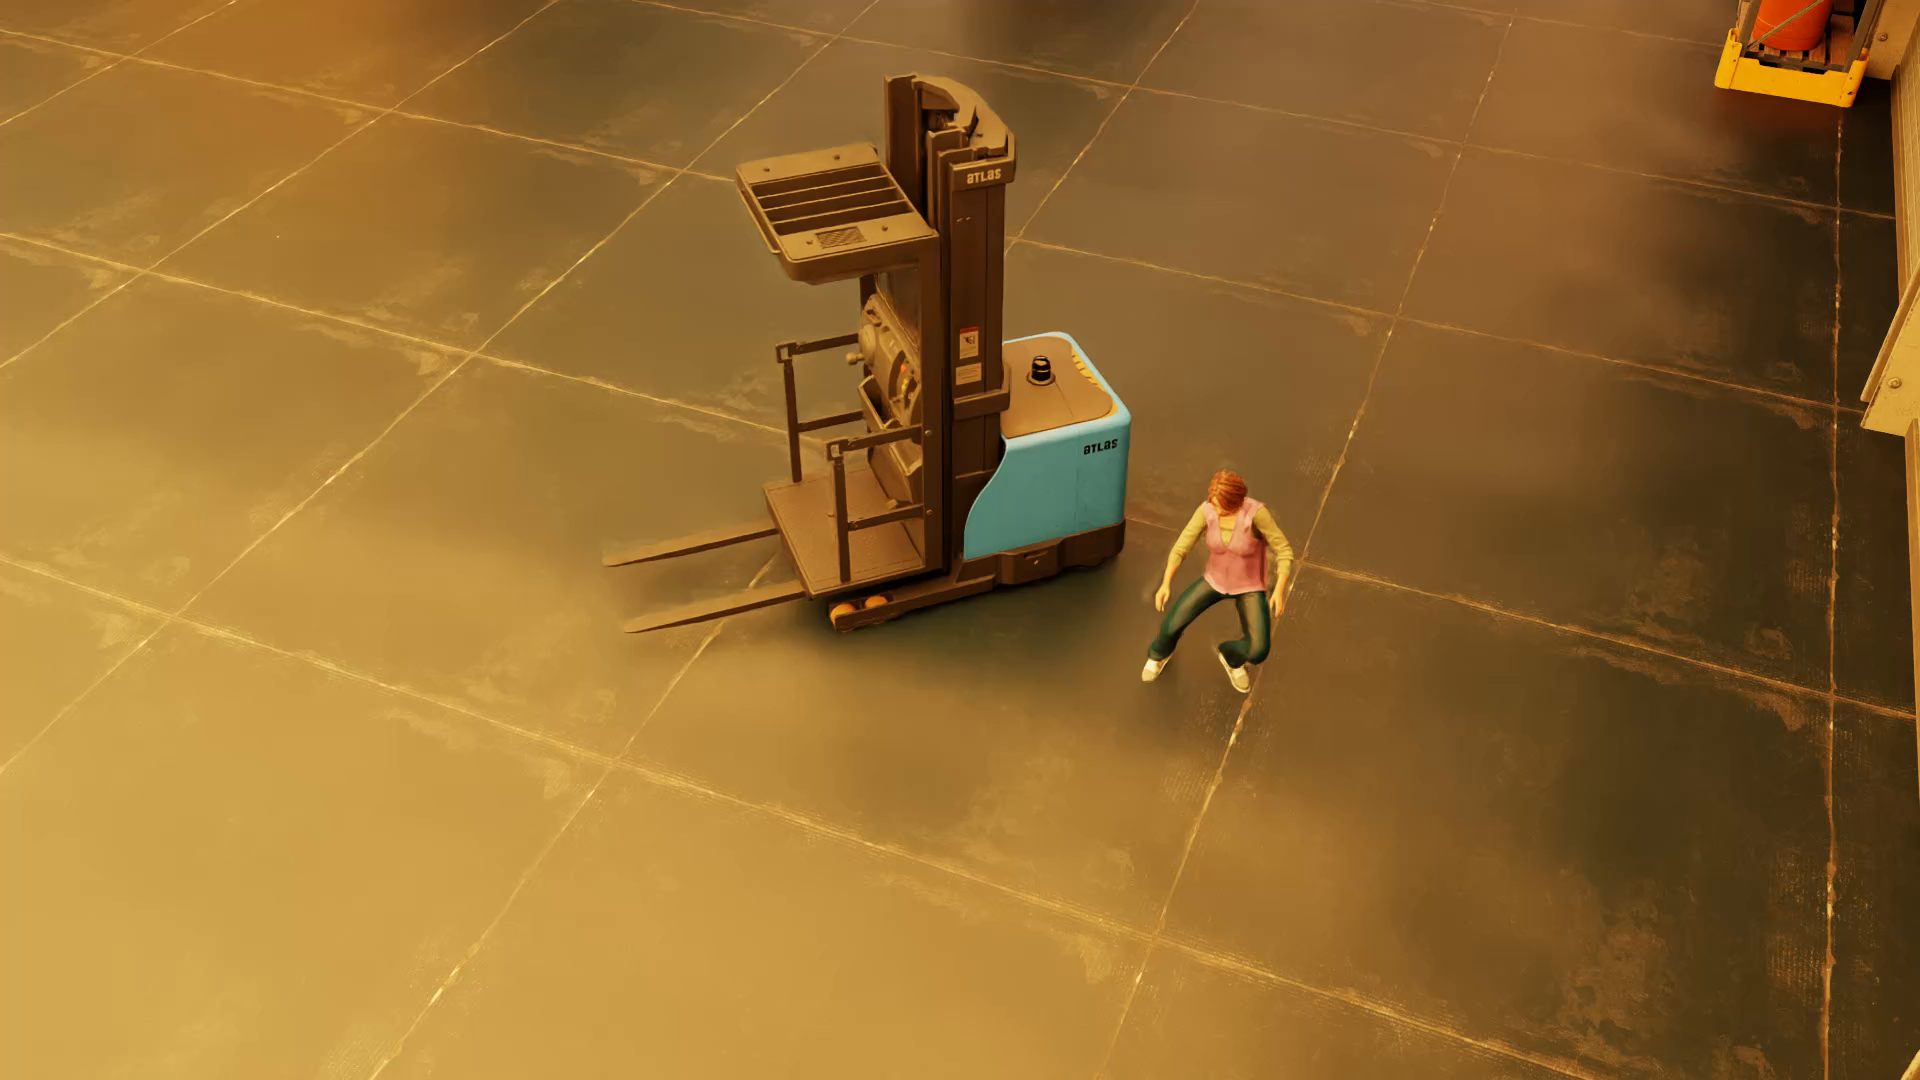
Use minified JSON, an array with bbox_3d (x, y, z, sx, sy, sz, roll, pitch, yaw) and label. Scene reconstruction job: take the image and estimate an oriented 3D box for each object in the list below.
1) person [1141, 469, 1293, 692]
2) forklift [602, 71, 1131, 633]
[{"bbox_3d":[1.369,0.364,8.882,0.752,1.315,0.679,17,43,19],"label":"person"},{"bbox_3d":[-0.577,-0.974,9.170,3.031,2.935,1.130,-13,42,-15],"label":"forklift"}]
